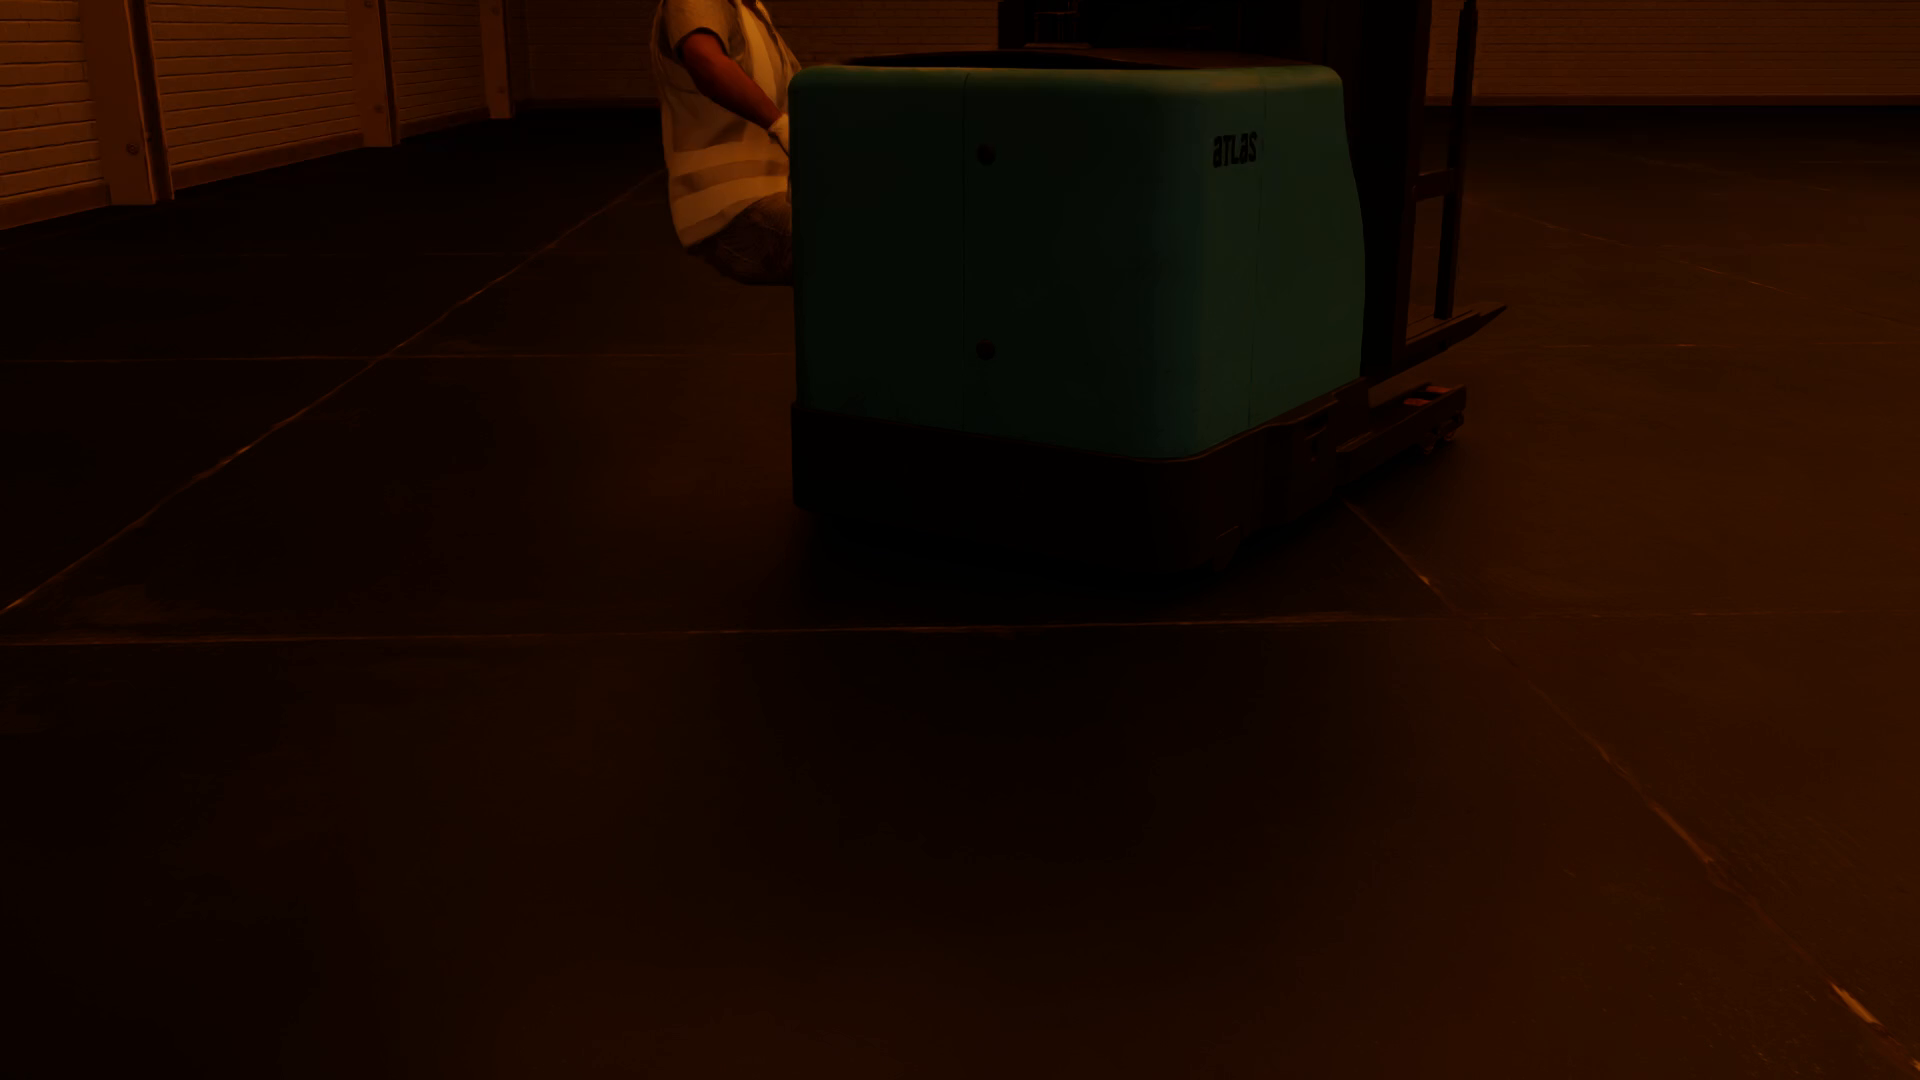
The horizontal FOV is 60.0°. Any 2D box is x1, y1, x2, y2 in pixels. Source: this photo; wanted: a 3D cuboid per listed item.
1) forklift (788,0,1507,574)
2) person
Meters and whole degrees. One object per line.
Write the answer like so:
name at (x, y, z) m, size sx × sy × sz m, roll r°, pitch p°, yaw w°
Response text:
forklift at (0.826, -1.706, 4.484) m, size 1.130 × 2.935 × 3.031 m, roll 11°, pitch 20°, yaw 31°
person at (-0.325, -0.906, 4.285) m, size 0.885 × 1.540 × 0.923 m, roll -1°, pitch 17°, yaw -2°
